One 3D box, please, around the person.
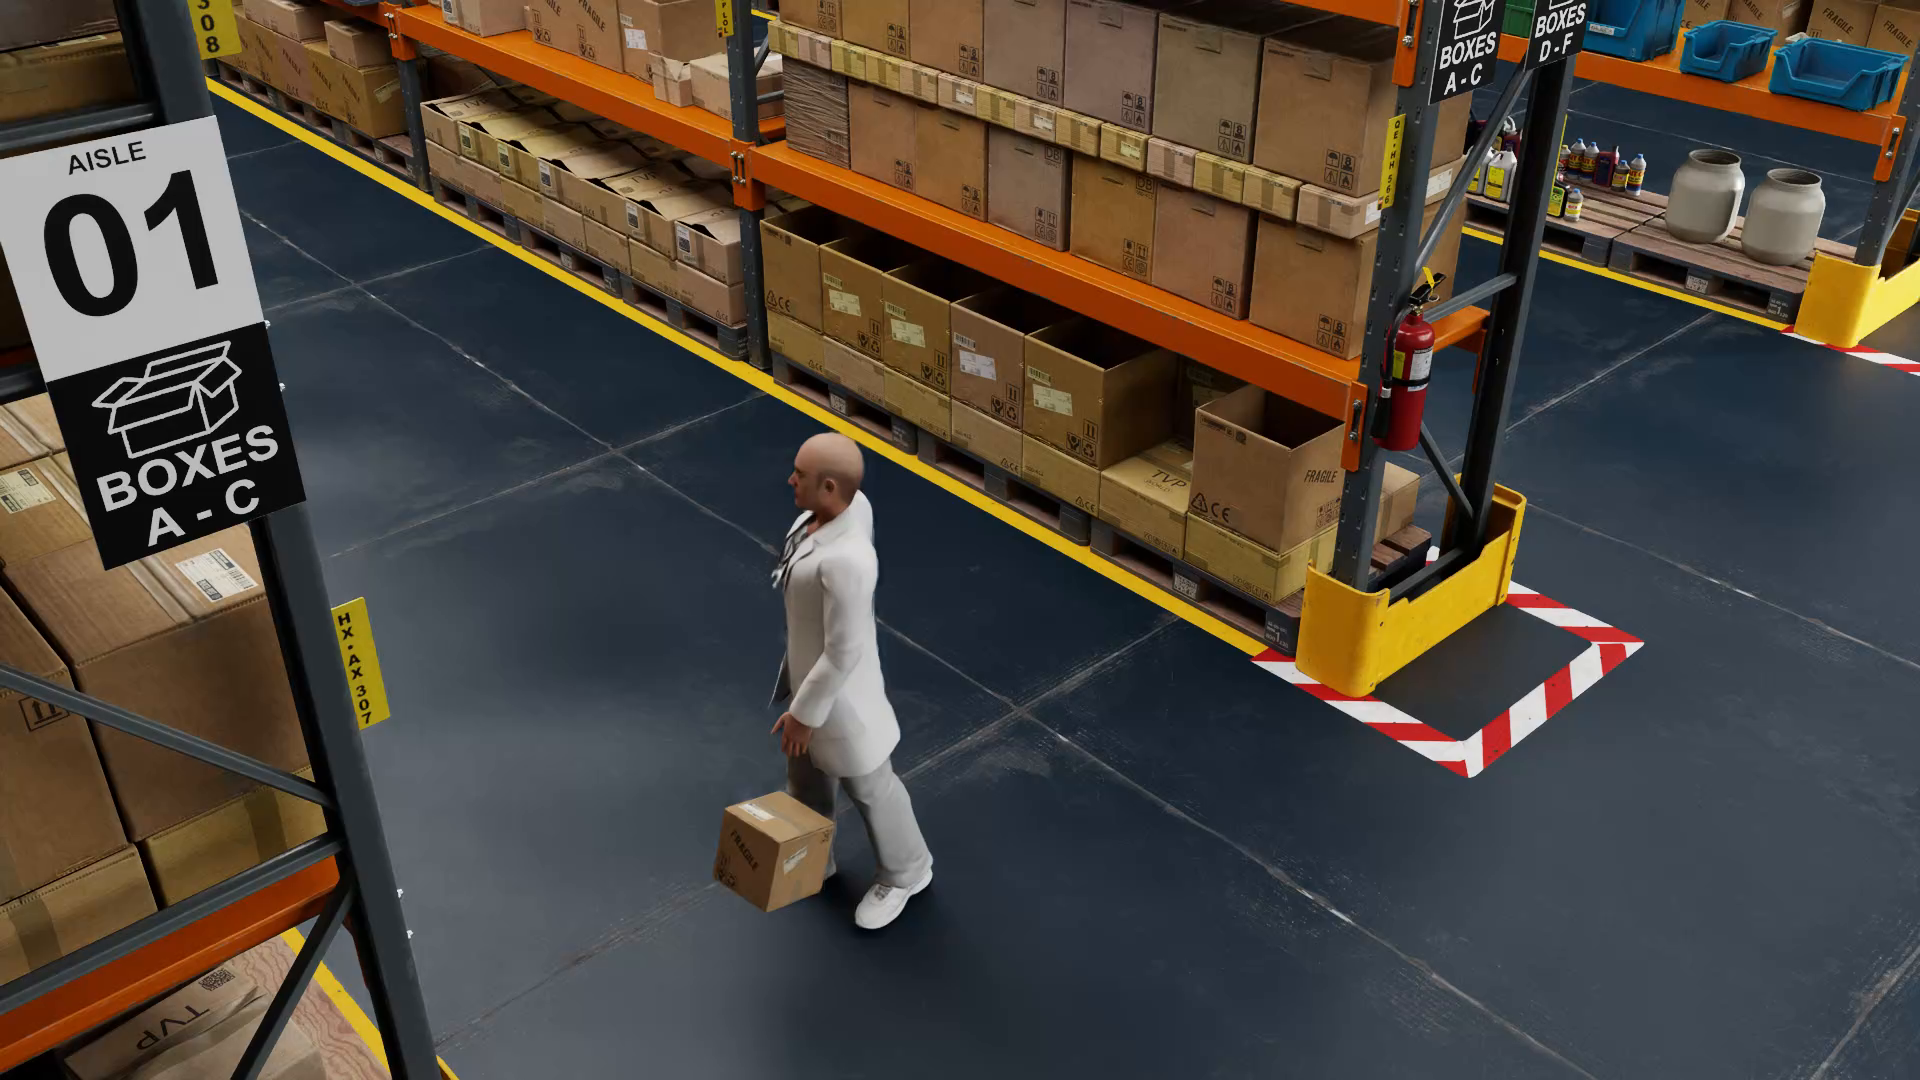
[{"bbox_3d":[-0.442,0.442,5.422,0.700,1.774,0.666,-4,32,-6],"label":"person"}]
